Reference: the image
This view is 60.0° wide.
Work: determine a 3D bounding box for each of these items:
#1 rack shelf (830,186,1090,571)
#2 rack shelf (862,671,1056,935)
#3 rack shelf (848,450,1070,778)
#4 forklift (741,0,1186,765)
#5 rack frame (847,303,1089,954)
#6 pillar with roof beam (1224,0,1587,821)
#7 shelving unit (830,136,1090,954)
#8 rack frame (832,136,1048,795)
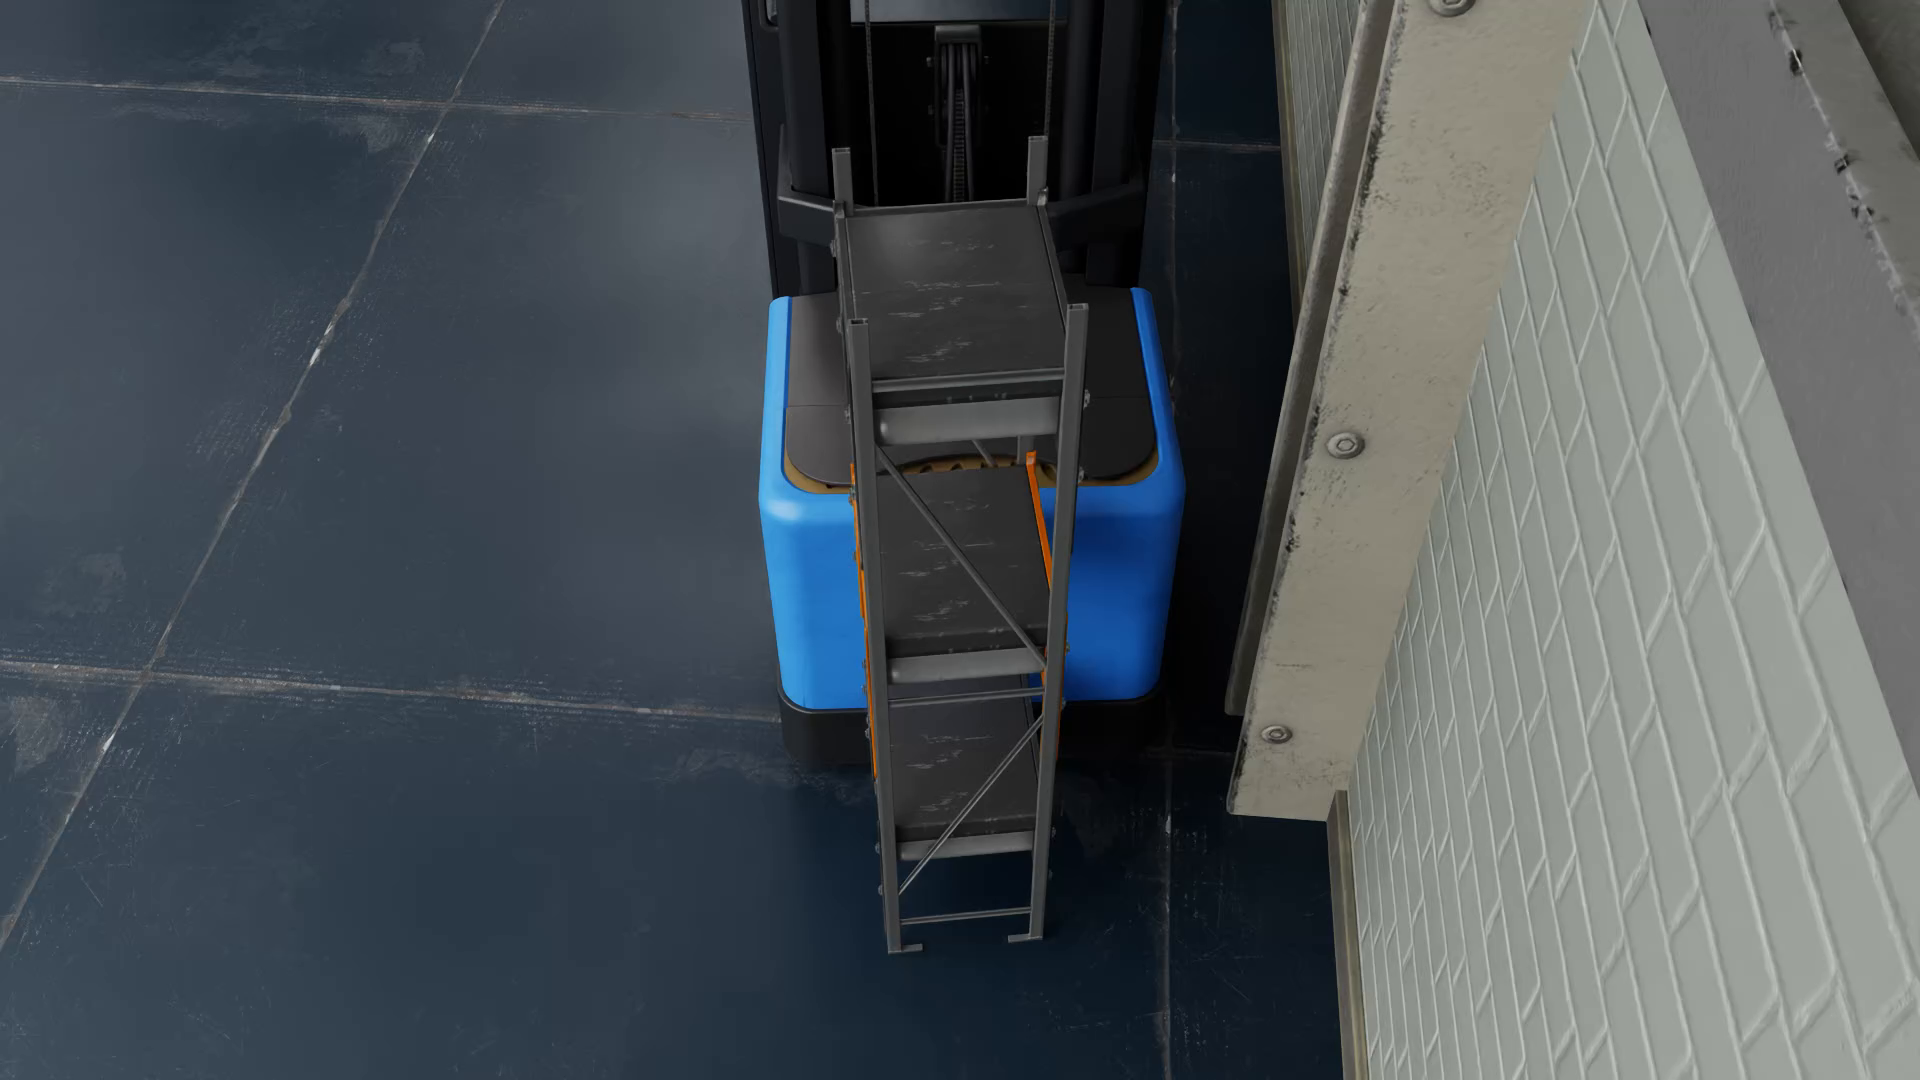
[{"bbox_3d":[-0.011,-0.307,3.177,0.431,0.518,0.480,-4,48,-4],"label":"rack shelf"},{"bbox_3d":[-0.011,0.638,4.210,0.431,0.518,0.480,-4,48,-4],"label":"rack shelf"},{"bbox_3d":[-0.011,0.166,3.694,0.431,0.518,0.480,-4,48,-4],"label":"rack shelf"},{"bbox_3d":[-0.025,-1.449,4.589,1.130,2.935,3.031,-2,48,-2],"label":"forklift"},{"bbox_3d":[0.014,0.336,3.520,0.400,2.100,0.015,-4,48,-4],"label":"rack frame"},{"bbox_3d":[-3.383,-2.712,1.632,9.100,9.000,0.400,4,48,4],"label":"pillar with roof beam"},{"bbox_3d":[-0.011,0.157,3.684,0.431,2.100,0.503,-4,48,-4],"label":"shelving unit"},{"bbox_3d":[-0.037,-0.023,3.848,0.400,2.100,0.015,-4,48,-4],"label":"rack frame"}]
